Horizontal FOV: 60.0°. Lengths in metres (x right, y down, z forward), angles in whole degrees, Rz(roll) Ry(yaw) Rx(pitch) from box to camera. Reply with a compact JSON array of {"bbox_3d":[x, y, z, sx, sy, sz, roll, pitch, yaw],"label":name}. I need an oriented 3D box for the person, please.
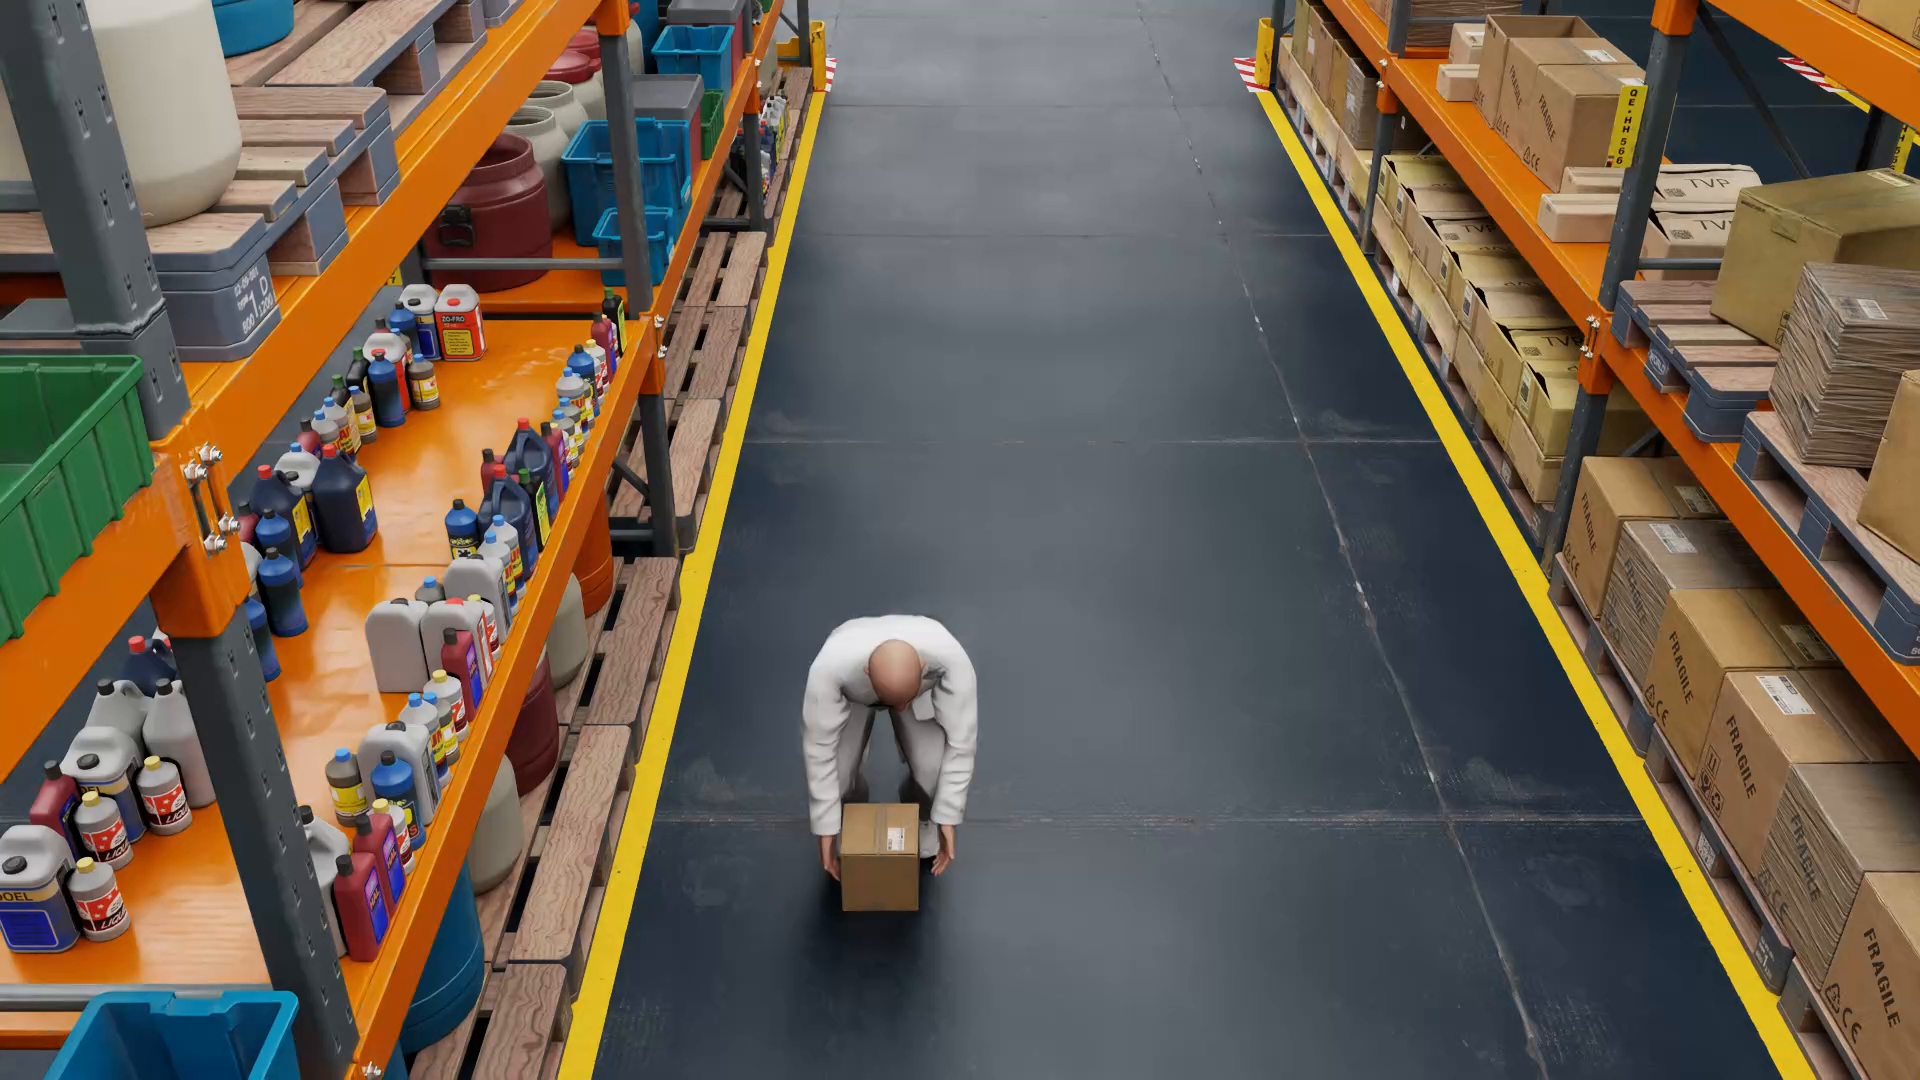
[{"bbox_3d":[-0.249,0.653,5.739,0.616,1.084,0.873,0,31,0],"label":"person"}]
